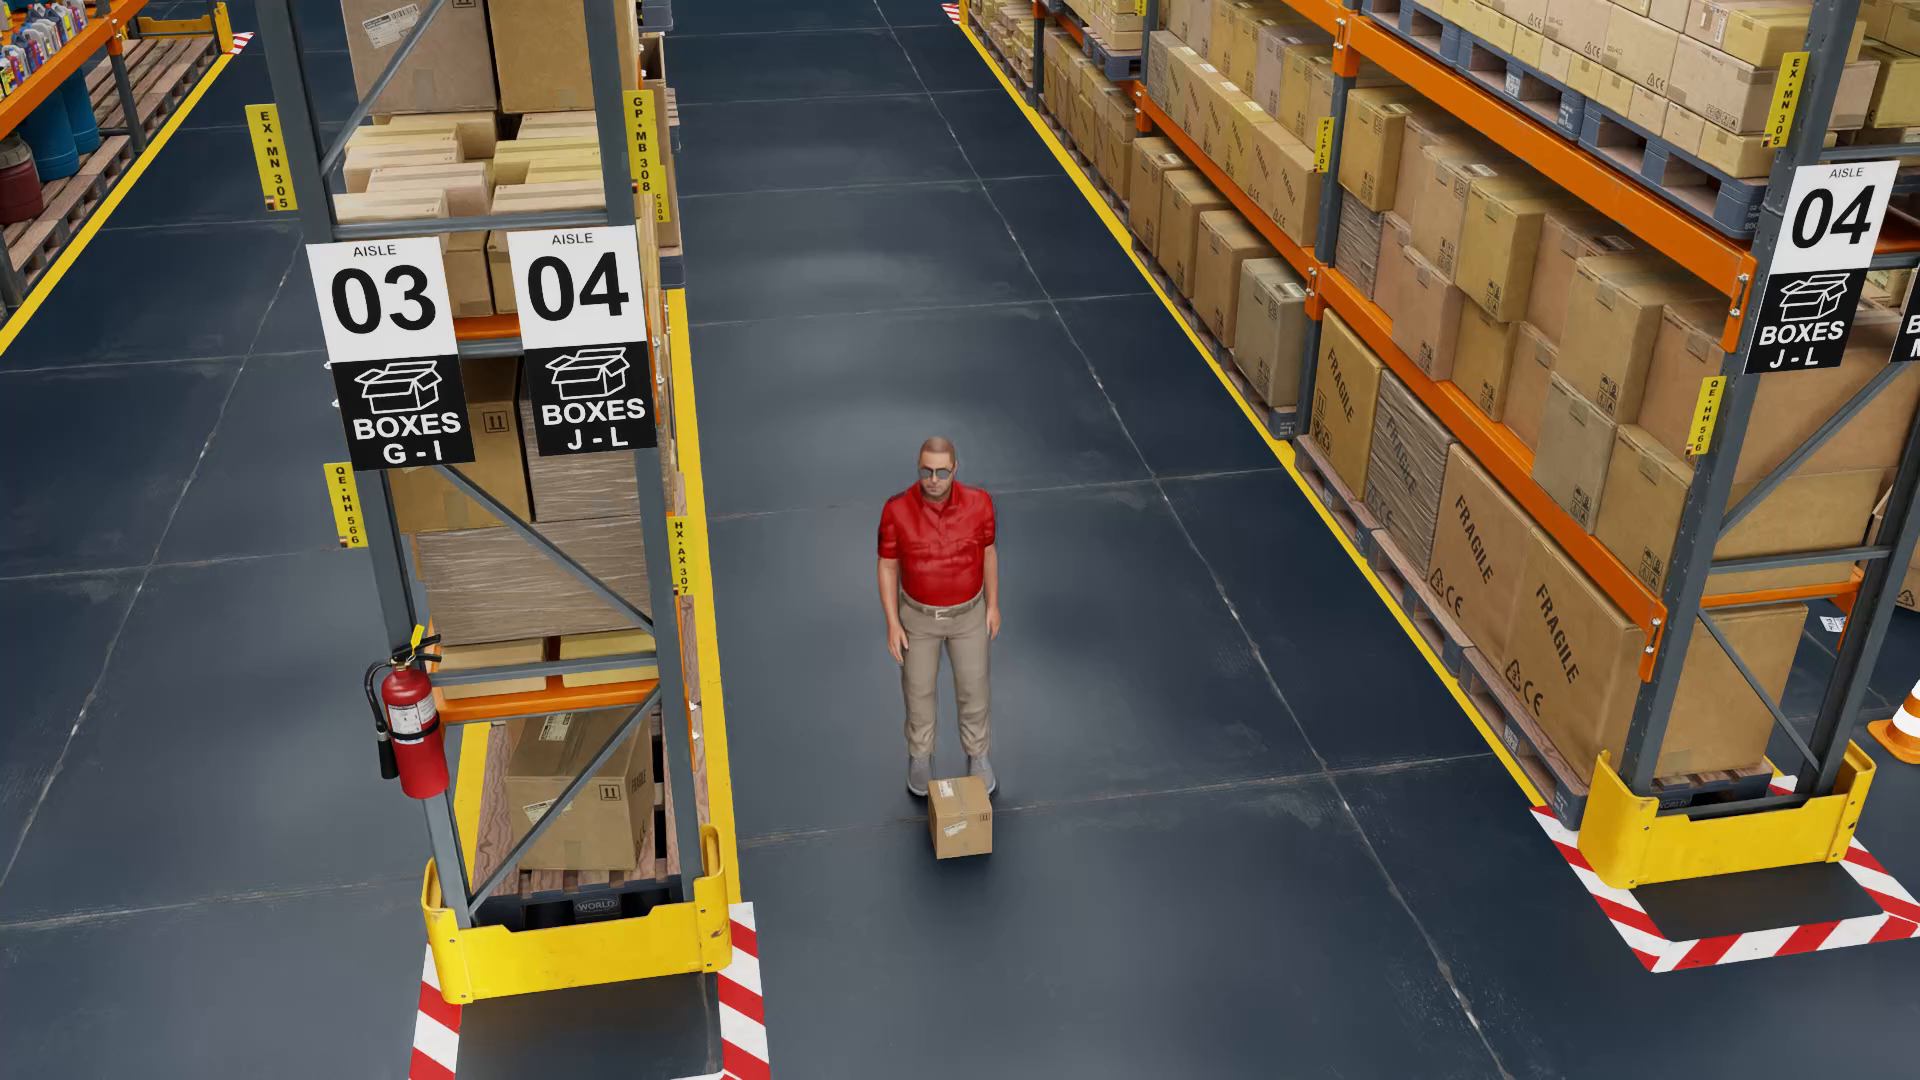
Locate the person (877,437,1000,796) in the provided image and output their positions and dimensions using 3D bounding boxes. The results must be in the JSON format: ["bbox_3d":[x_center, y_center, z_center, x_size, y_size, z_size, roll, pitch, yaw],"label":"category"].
[{"bbox_3d":[-0.081,0.365,7.499,0.561,1.744,0.422,-5,31,-9],"label":"person"}]
